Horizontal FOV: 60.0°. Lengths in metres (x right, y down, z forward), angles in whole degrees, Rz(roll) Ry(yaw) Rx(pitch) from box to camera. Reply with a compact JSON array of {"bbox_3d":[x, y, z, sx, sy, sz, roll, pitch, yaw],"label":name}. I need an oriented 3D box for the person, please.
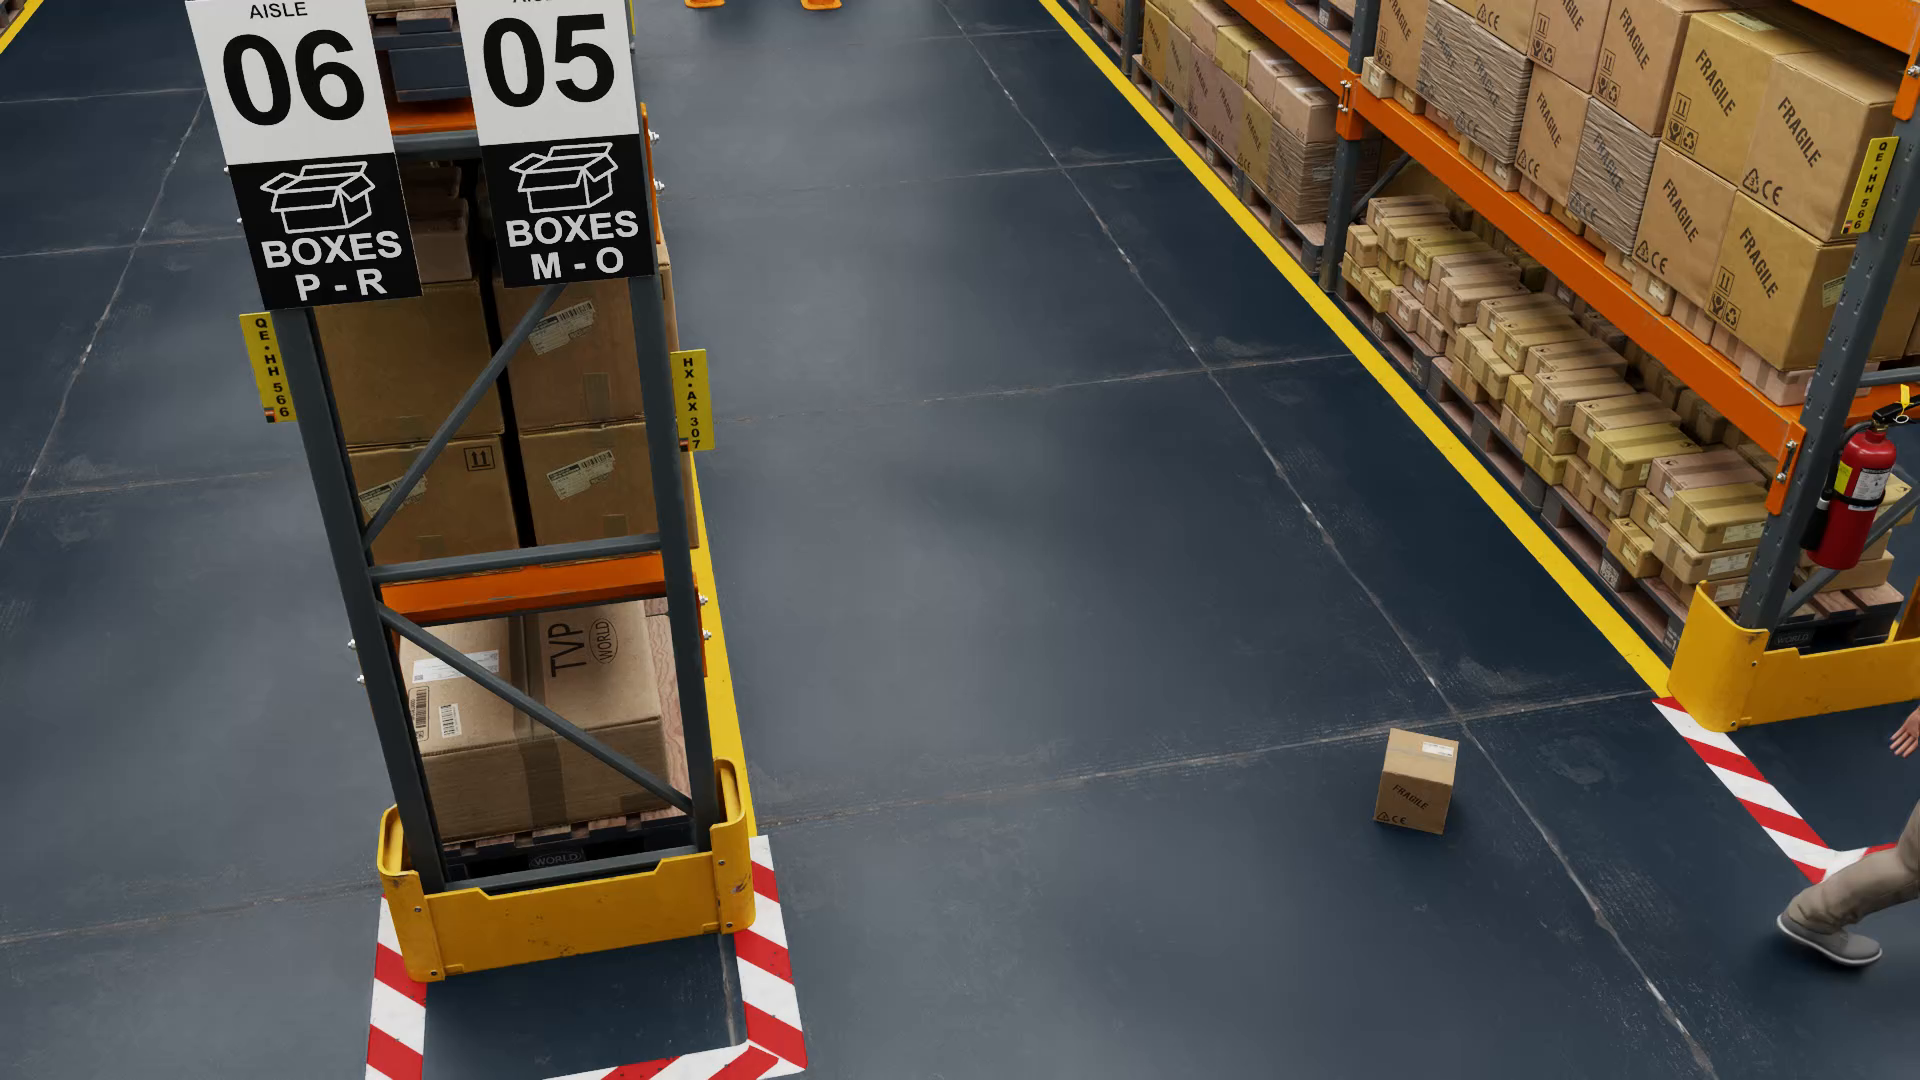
[{"bbox_3d":[3.267,0.716,5.096,1.013,1.661,0.550,15,37,20],"label":"person"}]
